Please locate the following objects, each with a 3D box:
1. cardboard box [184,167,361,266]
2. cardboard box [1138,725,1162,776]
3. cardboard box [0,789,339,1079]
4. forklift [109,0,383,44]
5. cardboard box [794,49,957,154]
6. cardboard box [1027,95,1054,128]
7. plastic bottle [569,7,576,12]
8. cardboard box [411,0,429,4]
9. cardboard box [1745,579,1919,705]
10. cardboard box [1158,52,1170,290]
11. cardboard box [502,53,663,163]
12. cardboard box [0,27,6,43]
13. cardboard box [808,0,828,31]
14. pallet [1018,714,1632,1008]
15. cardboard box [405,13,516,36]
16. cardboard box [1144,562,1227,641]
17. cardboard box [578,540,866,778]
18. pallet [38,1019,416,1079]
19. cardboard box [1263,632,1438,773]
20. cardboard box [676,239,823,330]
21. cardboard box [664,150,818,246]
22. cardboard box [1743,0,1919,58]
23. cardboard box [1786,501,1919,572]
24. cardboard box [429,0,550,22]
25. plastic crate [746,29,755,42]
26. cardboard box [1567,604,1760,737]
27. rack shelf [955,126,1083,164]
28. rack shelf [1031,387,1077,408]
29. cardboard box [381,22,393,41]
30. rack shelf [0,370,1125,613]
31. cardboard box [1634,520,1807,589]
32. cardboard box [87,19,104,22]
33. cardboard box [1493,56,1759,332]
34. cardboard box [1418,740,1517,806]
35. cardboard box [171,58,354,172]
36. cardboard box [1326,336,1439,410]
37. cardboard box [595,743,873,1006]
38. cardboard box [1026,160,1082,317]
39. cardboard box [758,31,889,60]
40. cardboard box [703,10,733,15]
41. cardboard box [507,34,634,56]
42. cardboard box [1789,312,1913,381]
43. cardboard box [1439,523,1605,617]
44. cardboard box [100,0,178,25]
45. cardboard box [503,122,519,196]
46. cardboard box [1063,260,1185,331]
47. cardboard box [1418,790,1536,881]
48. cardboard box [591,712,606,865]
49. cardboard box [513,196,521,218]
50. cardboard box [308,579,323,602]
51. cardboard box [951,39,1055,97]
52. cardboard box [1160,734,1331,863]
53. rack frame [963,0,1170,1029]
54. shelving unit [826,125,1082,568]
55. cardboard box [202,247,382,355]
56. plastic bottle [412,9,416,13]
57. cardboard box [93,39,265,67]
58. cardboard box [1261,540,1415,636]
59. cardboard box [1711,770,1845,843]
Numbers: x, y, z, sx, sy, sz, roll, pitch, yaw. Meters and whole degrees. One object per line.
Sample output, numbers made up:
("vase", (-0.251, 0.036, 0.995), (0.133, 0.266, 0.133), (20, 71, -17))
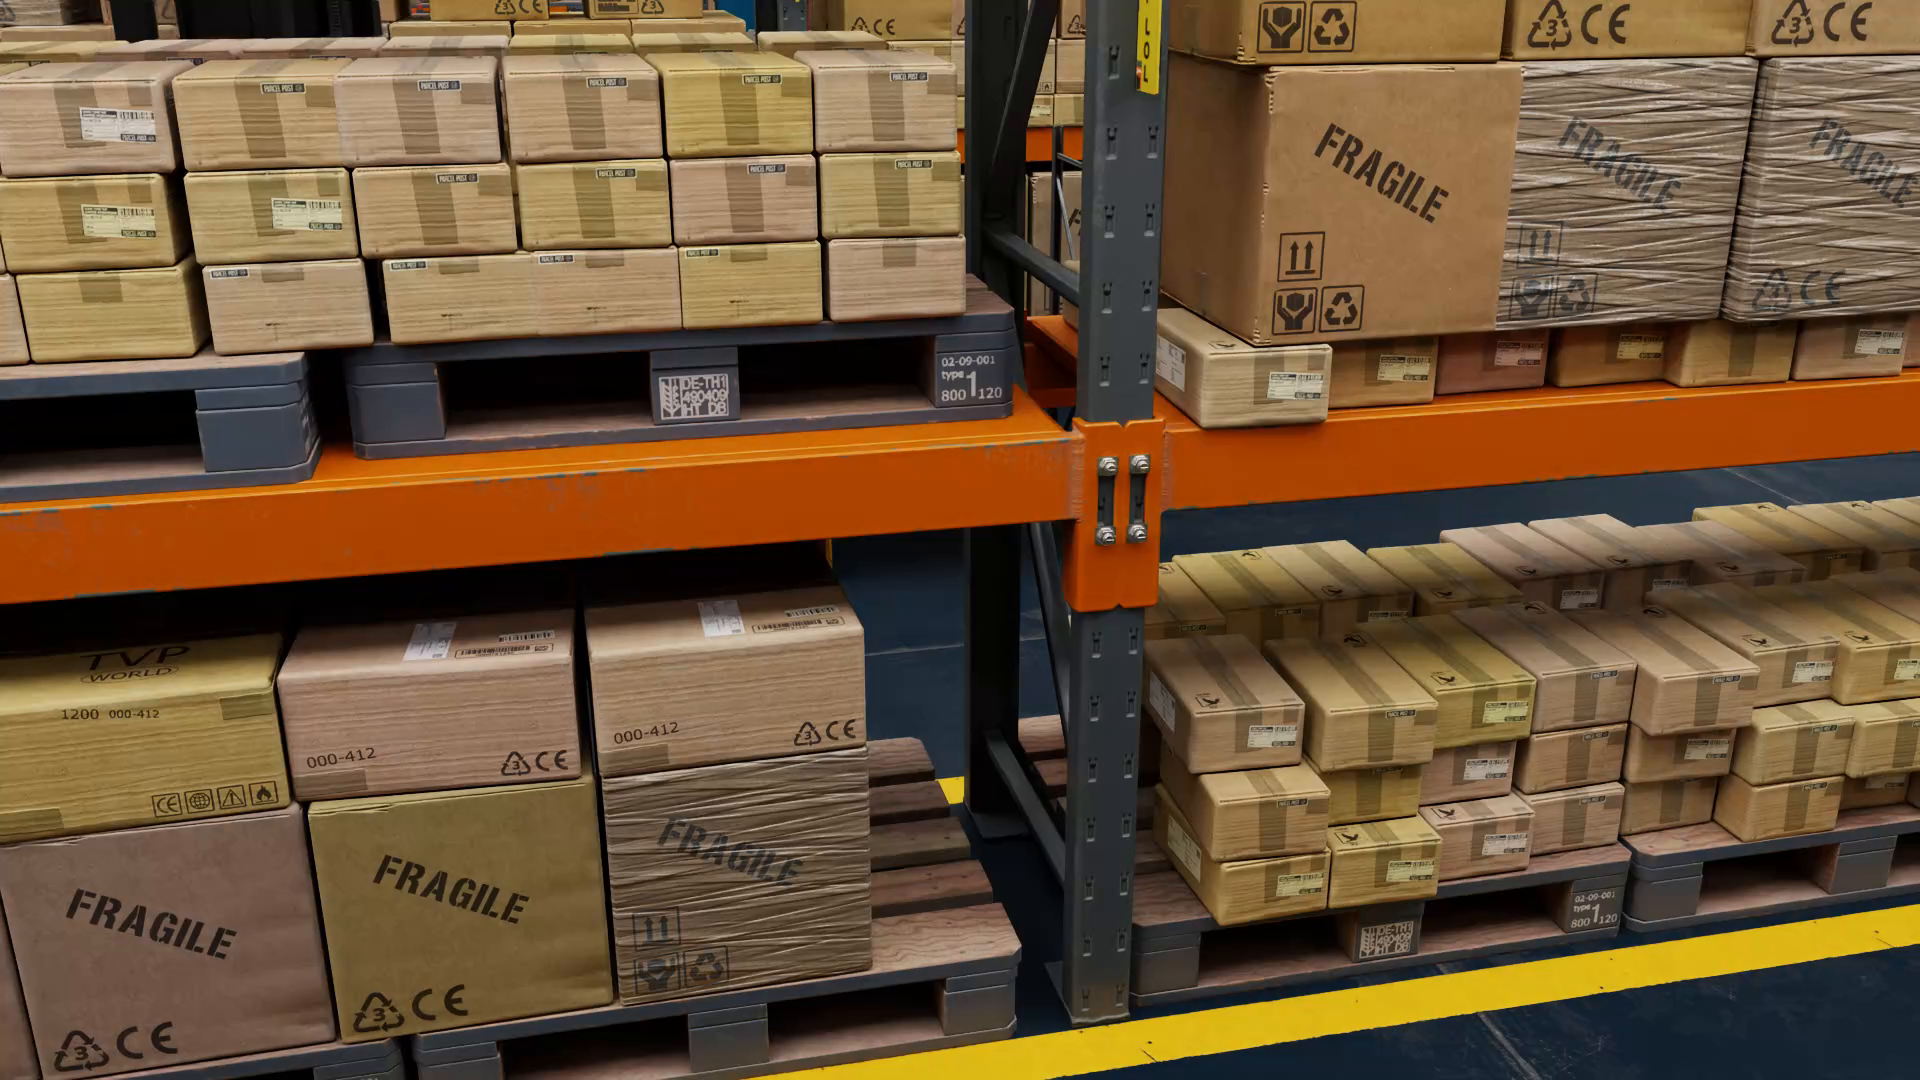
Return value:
("cardboard box", (-1.174, -0.589, 2.883), (0.250, 0.149, 0.380), (-6, 21, -15))
("cardboard box", (0.487, 0.446, 4.271), (0.250, 0.149, 0.380), (-4, 21, -12))
("cardboard box", (-1.478, 0.648, 3.207), (0.500, 0.500, 0.500), (-5, 21, -14))
("forklift", (-2.897, -1.454, 6.023), (3.031, 2.935, 1.130), (1, 20, 3))
("cardboard box", (-0.162, -0.812, 3.060), (0.250, 0.149, 0.380), (-4, 20, -10))
("cardboard box", (0.273, -2.076, 7.987), (0.250, 0.149, 0.380), (-5, 21, -14))
("plastic bottle", (-2.851, -3.720, 12.180), (0.185, 0.351, 0.144), (-5, 21, -12))
("cardboard box", (-5.507, -5.559, 16.373), (0.500, 0.500, 0.700), (-1, 20, -2))
("cardboard box", (2.094, 0.238, 3.972), (0.250, 0.149, 0.380), (-5, 21, -12))
("cardboard box", (0.590, -0.870, 3.751), (0.500, 0.500, 0.500), (-5, 21, -12))
("cardboard box", (-0.675, -0.771, 2.948), (0.250, 0.149, 0.380), (-5, 21, -14))
("cardboard box", (-4.216, -1.897, 6.986), (0.500, 0.500, 0.500), (-4, 21, -11))
("cardboard box", (-0.473, -2.766, 8.200), (0.500, 0.500, 0.500), (-4, 21, -11))
("pallet", (0.830, 0.694, 4.114), (1.213, 0.211, 1.003), (-5, 21, -12))
("cardboard box", (-2.340, -2.234, 7.906), (0.500, 0.500, 0.500), (-5, 21, -14))
("cardboard box", (0.471, 0.196, 4.087), (0.250, 0.149, 0.380), (-4, 21, -11))
("cardboard box", (-0.483, 0.217, 3.294), (0.500, 0.250, 0.500), (-5, 21, -14))
("pallet", (-1.763, 0.919, 3.500), (1.213, 0.211, 1.003), (-5, 21, -12))
("cardboard box", (0.849, 0.352, 3.663), (0.250, 0.149, 0.380), (-4, 20, -10))
("cardboard box", (-0.409, -0.511, 3.104), (0.250, 0.149, 0.380), (-5, 21, -12))
("cardboard box", (-0.414, -0.651, 3.052), (0.250, 0.149, 0.380), (-5, 21, -12))
("cardboard box", (1.678, -1.237, 3.298), (0.500, 0.500, 0.500), (-4, 21, -12))
("cardboard box", (2.479, 0.028, 4.547), (0.250, 0.149, 0.380), (-4, 20, -10))
("cardboard box", (-2.149, -2.633, 7.538), (0.637, 0.503, 0.797), (-4, 21, -12))
("plastic crate", (-1.513, -3.770, 12.542), (0.243, 0.136, 0.396), (-5, 21, -12))
("cardboard box", (1.599, 0.294, 3.820), (0.250, 0.149, 0.380), (-4, 21, -11))
("rack shelf", (1.087, -2.039, 8.567), (4.000, 0.370, 1.077), (-5, 21, -12))
("rack shelf", (-0.083, -0.529, 6.100), (1.000, 0.185, 0.538), (-5, 21, -12))
("cardboard box", (-2.730, -2.019, 7.320), (0.500, 0.500, 0.500), (-5, 21, -12))
("rack shelf", (-1.762, -0.055, 3.148), (4.000, 0.370, 1.077), (-5, 21, -12))
("cardboard box", (1.990, 0.085, 4.390), (0.250, 0.149, 0.380), (-5, 21, -12))
("cardboard box", (-3.842, -2.109, 7.565), (0.500, 0.500, 0.500), (-5, 21, -13))
("cardboard box", (1.204, -0.734, 3.379), (0.500, 0.500, 0.500), (-5, 21, -12))
("cardboard box", (1.065, 0.448, 3.832), (0.250, 0.149, 0.380), (-5, 21, -13))
("cardboard box", (-1.170, -0.732, 2.841), (0.250, 0.149, 0.380), (-5, 21, -14))
("cardboard box", (0.769, -0.391, 3.386), (0.250, 0.149, 0.380), (-4, 21, -11))
("cardboard box", (-0.478, 0.569, 3.425), (0.500, 0.500, 0.500), (-5, 21, -14))
("cardboard box", (0.678, -1.515, 8.568), (0.875, 0.875, 0.875), (-5, 21, -12))
("cardboard box", (-0.305, -1.032, 3.661), (0.250, 0.149, 0.380), (-4, 20, -10))
("cardboard box", (-1.364, -2.313, 8.123), (0.500, 0.500, 0.500), (-5, 21, -12))
("cardboard box", (-0.825, -0.989, 3.542), (0.250, 0.149, 0.380), (-4, 21, -12))
("cardboard box", (1.805, -0.466, 3.591), (0.250, 0.149, 0.380), (-4, 20, -10))
("cardboard box", (1.463, 0.094, 4.367), (0.250, 0.149, 0.380), (-6, 21, -15))
("cardboard box", (-3.401, -2.523, 7.239), (0.637, 0.503, 0.797), (-4, 21, -11))
("cardboard box", (-1.061, -0.830, 3.541), (0.250, 0.149, 0.380), (-6, 21, -15))
("cardboard box", (0.408, -0.534, 3.776), (0.250, 0.149, 0.380), (-5, 21, -13))
("cardboard box", (1.101, 0.611, 3.819), (0.250, 0.149, 0.380), (-5, 21, -13))
("cardboard box", (-0.596, 0.396, 3.897), (0.500, 0.500, 0.500), (-4, 20, -10))
("cardboard box", (-1.062, -0.691, 3.594), (0.250, 0.149, 0.380), (-4, 21, -12))
("cardboard box", (-1.113, 0.087, 3.650), (0.500, 0.250, 0.500), (-4, 21, -11))
("cardboard box", (0.144, -2.275, 7.951), (0.500, 0.250, 0.500), (-5, 21, -13))
("cardboard box", (0.611, 0.530, 3.610), (0.250, 0.149, 0.380), (-4, 20, -10))
("rack frame", (0.184, -0.551, 3.457), (0.127, 3.000, 1.000), (-5, 21, -12))
("shelving unit", (-0.074, -0.698, 6.040), (1.083, 1.500, 0.587), (-5, 21, -12))
("cardboard box", (-1.166, -0.449, 2.933), (0.250, 0.149, 0.380), (-6, 21, -15))
("plastic bottle", (-3.890, -3.584, 11.810), (0.185, 0.351, 0.144), (-5, 21, -12))
("cardboard box", (-1.563, -0.929, 3.380), (0.250, 0.149, 0.380), (-4, 20, -10))
("cardboard box", (0.951, 0.141, 4.239), (0.250, 0.149, 0.380), (-5, 21, -13))
("cardboard box", (1.866, 0.553, 3.978), (0.250, 0.149, 0.380), (-5, 21, -14))
